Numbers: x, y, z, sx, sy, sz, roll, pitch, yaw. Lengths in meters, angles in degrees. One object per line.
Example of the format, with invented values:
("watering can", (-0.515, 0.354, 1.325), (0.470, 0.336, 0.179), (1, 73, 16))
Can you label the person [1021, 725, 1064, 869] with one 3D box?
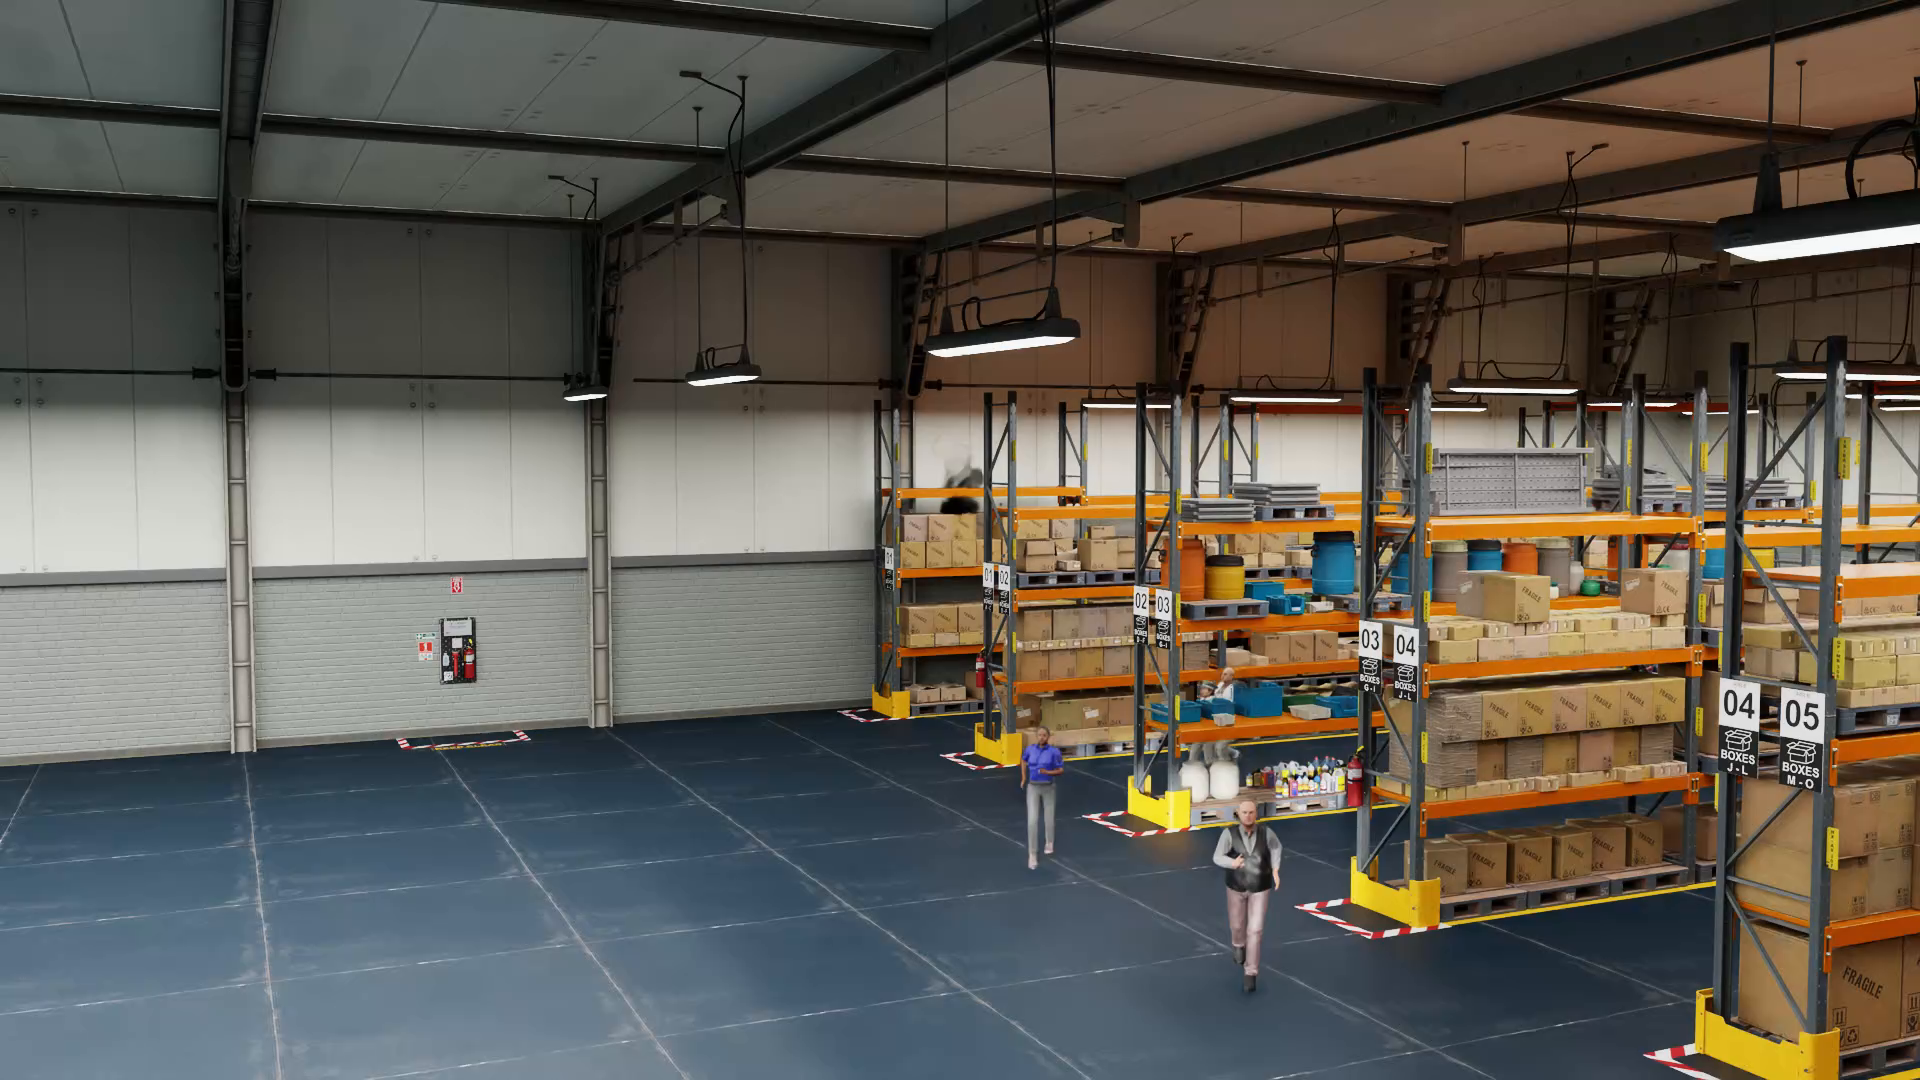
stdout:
("person", (1.011, 3.183, 20.534), (0.551, 1.609, 0.789), (0, 3, 7))

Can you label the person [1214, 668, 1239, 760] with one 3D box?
("person", (4.064, 2.814, 25.445), (0.607, 1.731, 0.729), (-2, 4, -36))

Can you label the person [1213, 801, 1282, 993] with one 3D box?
("person", (2.751, 3.345, 15.929), (0.652, 1.716, 0.969), (1, 3, 10))

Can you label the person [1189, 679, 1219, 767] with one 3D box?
("person", (3.650, 2.890, 24.639), (0.831, 1.668, 0.626), (-2, 4, -27))
